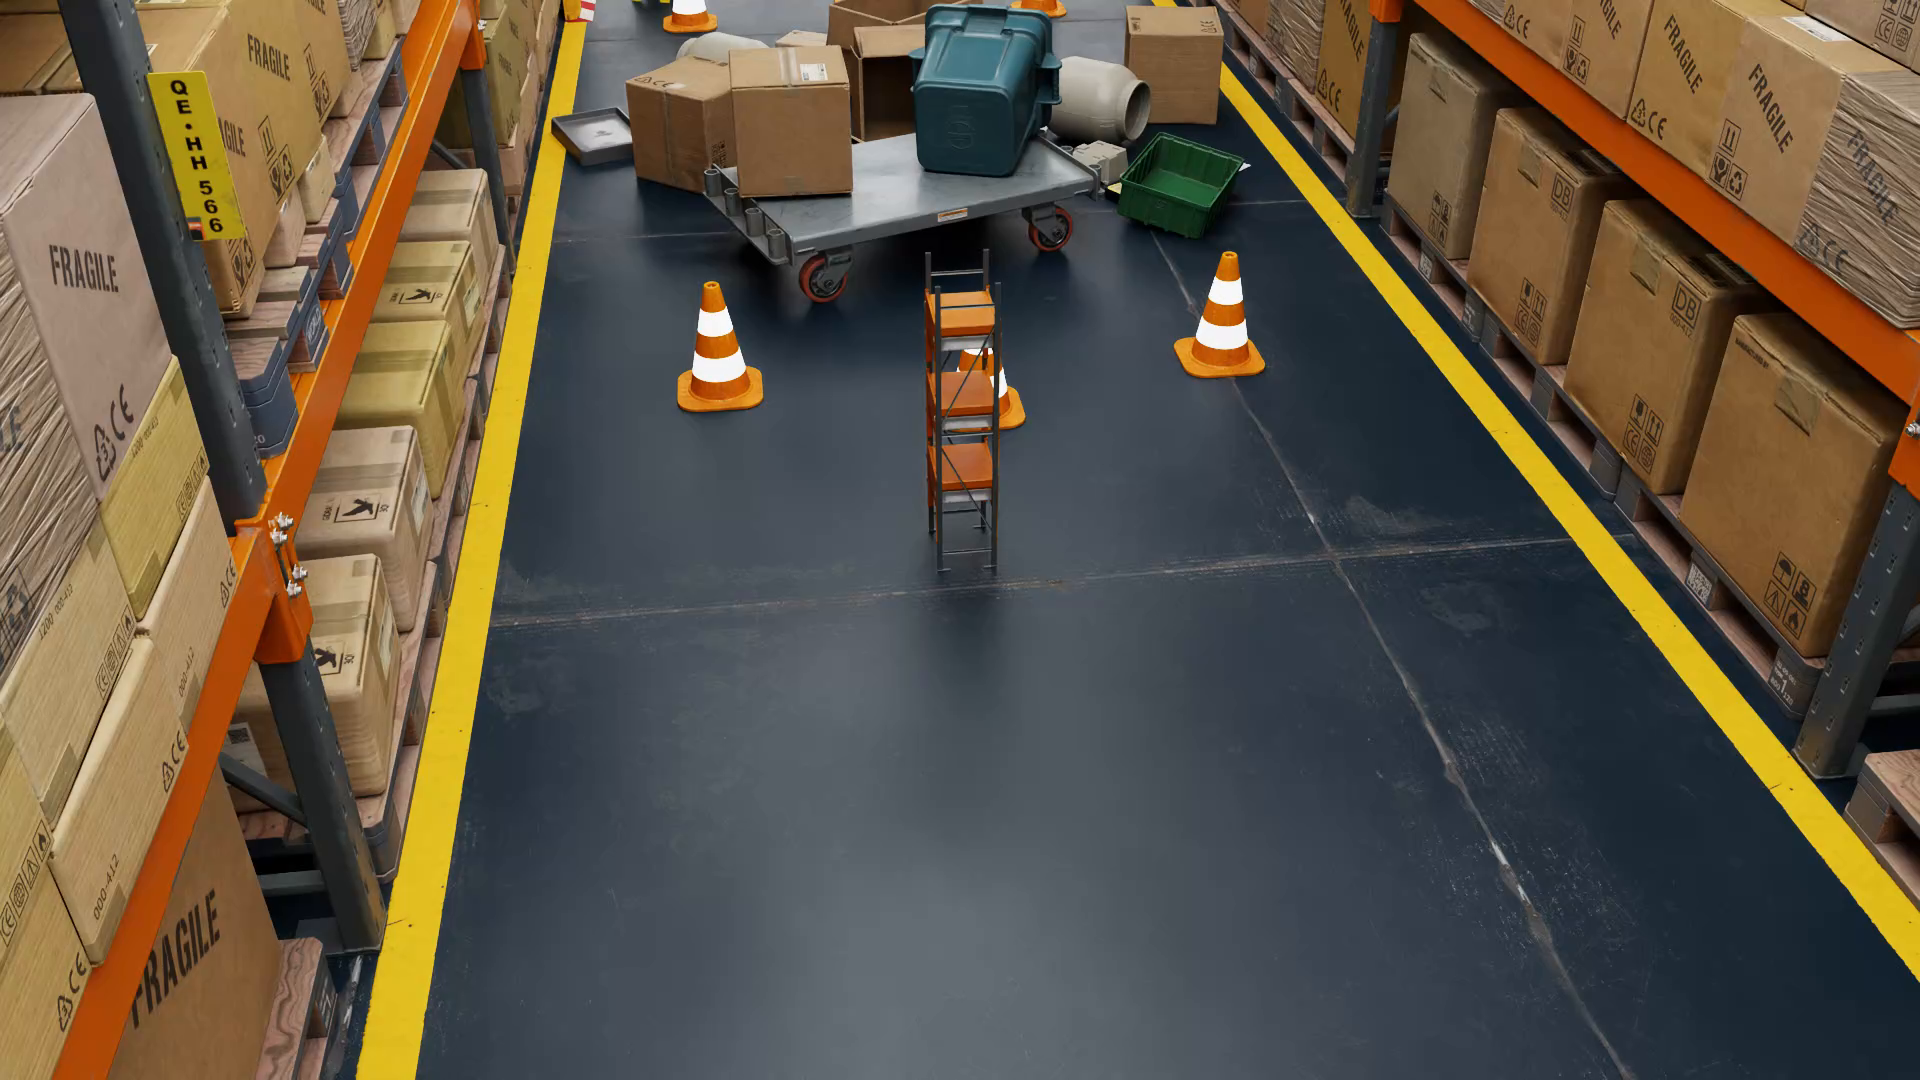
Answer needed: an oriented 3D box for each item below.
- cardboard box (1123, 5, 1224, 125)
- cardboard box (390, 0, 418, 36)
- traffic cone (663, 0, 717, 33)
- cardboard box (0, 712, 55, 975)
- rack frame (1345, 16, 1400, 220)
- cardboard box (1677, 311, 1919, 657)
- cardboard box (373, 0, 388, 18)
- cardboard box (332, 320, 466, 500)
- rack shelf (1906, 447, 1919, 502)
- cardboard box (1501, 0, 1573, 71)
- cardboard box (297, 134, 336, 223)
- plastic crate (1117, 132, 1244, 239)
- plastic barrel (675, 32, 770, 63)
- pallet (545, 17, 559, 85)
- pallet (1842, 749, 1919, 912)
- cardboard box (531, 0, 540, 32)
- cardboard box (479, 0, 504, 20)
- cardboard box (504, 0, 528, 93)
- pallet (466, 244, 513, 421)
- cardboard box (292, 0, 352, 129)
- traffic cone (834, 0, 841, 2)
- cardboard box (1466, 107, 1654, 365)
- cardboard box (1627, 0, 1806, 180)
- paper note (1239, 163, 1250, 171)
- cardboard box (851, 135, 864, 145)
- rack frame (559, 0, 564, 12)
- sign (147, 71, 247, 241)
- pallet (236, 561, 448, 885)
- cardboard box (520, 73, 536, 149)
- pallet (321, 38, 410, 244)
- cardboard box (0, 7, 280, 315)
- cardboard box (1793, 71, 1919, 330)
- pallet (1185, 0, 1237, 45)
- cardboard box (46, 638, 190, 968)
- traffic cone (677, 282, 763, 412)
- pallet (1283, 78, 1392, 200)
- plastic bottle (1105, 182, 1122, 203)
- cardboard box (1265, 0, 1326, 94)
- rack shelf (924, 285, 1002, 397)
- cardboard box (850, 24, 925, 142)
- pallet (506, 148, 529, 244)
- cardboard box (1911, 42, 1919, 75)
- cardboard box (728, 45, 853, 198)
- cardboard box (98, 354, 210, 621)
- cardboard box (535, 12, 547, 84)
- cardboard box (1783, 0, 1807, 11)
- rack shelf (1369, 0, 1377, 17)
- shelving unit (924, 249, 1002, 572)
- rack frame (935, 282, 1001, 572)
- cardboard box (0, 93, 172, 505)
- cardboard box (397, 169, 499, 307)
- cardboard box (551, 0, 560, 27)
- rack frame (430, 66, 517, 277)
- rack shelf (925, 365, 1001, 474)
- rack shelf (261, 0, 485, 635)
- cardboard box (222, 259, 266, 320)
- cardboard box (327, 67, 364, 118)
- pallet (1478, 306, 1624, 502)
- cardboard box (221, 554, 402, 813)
[{"bbox_3d":[1.157,-2.610,9.134,0.500,0.500,0.500,1,34,2],"label":"cardboard box"},{"bbox_3d":[-2.040,-1.794,5.569,0.380,0.149,0.250,-4,34,-6],"label":"cardboard box"},{"bbox_3d":[-1.711,-3.464,10.422,0.336,0.463,0.334,-4,35,-6],"label":"traffic cone"},{"bbox_3d":[-1.492,0.486,2.062,0.500,0.250,0.500,-5,35,-8],"label":"cardboard box"},{"bbox_3d":[2.382,-2.854,7.274,1.000,3.000,0.127,-4,35,-6],"label":"rack frame"},{"bbox_3d":[2.928,-0.212,5.022,1.050,0.750,0.750,-5,35,-7],"label":"cardboard box"},{"bbox_3d":[-2.088,-1.955,5.229,0.500,0.500,0.500,-3,34,-5],"label":"cardboard box"},{"bbox_3d":[-2.241,-0.429,5.676,0.950,0.372,0.625,-3,34,-5],"label":"cardboard box"},{"bbox_3d":[3.189,0.792,2.563,1.077,0.370,4.000,-4,35,-6],"label":"rack shelf"},{"bbox_3d":[2.320,-2.020,5.962,0.500,0.500,0.500,-5,35,-7],"label":"cardboard box"},{"bbox_3d":[-1.843,-0.927,4.297,0.380,0.149,0.250,-4,34,-6],"label":"cardboard box"},{"bbox_3d":[1.061,-1.713,8.046,0.450,0.188,0.662,21,39,12],"label":"plastic crate"},{"bbox_3d":[-1.269,-2.552,9.119,0.512,0.421,0.421,20,39,26],"label":"plastic barrel"},{"bbox_3d":[-2.963,-3.004,9.970,1.003,0.211,1.213,-4,35,-6],"label":"pallet"},{"bbox_3d":[3.024,0.967,4.144,1.003,0.211,1.213,-4,35,-6],"label":"pallet"},{"bbox_3d":[-2.546,-3.001,8.893,0.500,0.500,0.500,-5,35,-7],"label":"cardboard box"},{"bbox_3d":[-2.278,-2.462,7.525,0.380,0.149,0.250,-4,34,-6],"label":"cardboard box"},{"bbox_3d":[-2.404,-2.417,8.036,0.500,0.500,0.500,-3,34,-4],"label":"cardboard box"},{"bbox_3d":[-2.403,-0.836,6.789,1.003,0.211,1.213,-4,35,-6],"label":"pallet"},{"bbox_3d":[-1.957,-1.383,4.389,0.500,0.500,0.500,-4,34,-6],"label":"cardboard box"},{"bbox_3d":[-0.657,-3.738,10.824,0.336,0.463,0.334,-4,35,-6],"label":"traffic cone"},{"bbox_3d":[2.681,-1.219,6.500,1.050,0.750,0.750,-4,35,-6],"label":"cardboard box"},{"bbox_3d":[2.461,-1.451,5.127,0.500,0.500,0.500,-5,35,-7],"label":"cardboard box"},{"bbox_3d":[1.395,-1.934,8.560,0.142,0.020,0.147,27,43,34],"label":"paper note"},{"bbox_3d":[-0.492,-1.910,8.316,0.396,0.266,0.258,27,43,34],"label":"cardboard box"},{"bbox_3d":[-3.047,-4.654,9.916,1.000,3.000,0.127,-4,35,-6],"label":"rack frame"},{"bbox_3d":[-1.421,-0.712,3.104,0.100,0.325,0.005,-4,35,-6],"label":"sign"},{"bbox_3d":[-2.075,0.526,4.791,1.003,0.211,1.213,-4,35,-6],"label":"pallet"},{"bbox_3d":[-2.404,-2.106,8.246,0.500,0.250,0.500,-3,34,-4],"label":"cardboard box"},{"bbox_3d":[-2.278,-1.212,5.036,1.003,0.211,1.213,-4,35,-6],"label":"pallet"},{"bbox_3d":[-1.802,-0.797,3.529,0.500,0.500,0.500,-5,35,-8],"label":"cardboard box"},{"bbox_3d":[2.594,-0.894,4.309,0.500,0.500,0.500,-4,35,-6],"label":"cardboard box"},{"bbox_3d":[2.030,-3.493,10.688,1.003,0.211,1.213,-4,35,-6],"label":"pallet"},{"bbox_3d":[-1.561,0.418,2.606,0.500,0.250,0.500,-4,34,-6],"label":"cardboard box"},{"bbox_3d":[-0.955,-0.788,6.495,0.336,0.463,0.334,-4,35,-6],"label":"traffic cone"},{"bbox_3d":[2.358,-2.132,8.690,1.003,0.211,1.213,-4,35,-6],"label":"pallet"},{"bbox_3d":[0.850,-1.679,8.160,0.133,0.061,0.283,-24,41,-30],"label":"plastic bottle"},{"bbox_3d":[2.242,-3.008,9.014,0.875,0.875,0.875,-4,34,-6],"label":"cardboard box"},{"bbox_3d":[0.007,-0.630,5.257,0.215,0.259,0.240,-4,35,-6],"label":"rack shelf"},{"bbox_3d":[-0.168,-2.369,8.659,0.797,0.637,0.503,-4,35,-6],"label":"cardboard box"},{"bbox_3d":[-2.634,-1.642,7.972,1.003,0.211,1.213,-4,35,-6],"label":"pallet"},{"bbox_3d":[2.870,-1.327,4.057,0.700,0.500,0.500,-5,35,-7],"label":"cardboard box"},{"bbox_3d":[-0.749,-1.854,7.354,0.500,0.500,0.500,-4,35,-6],"label":"cardboard box"},{"bbox_3d":[-1.654,-0.084,2.898,0.500,0.250,0.500,-4,35,-7],"label":"cardboard box"},{"bbox_3d":[-2.534,-2.680,9.087,0.500,0.250,0.500,-6,35,-8],"label":"cardboard box"},{"bbox_3d":[2.729,-1.895,4.891,0.700,0.500,0.500,-5,35,-7],"label":"cardboard box"},{"bbox_3d":[2.113,-3.672,9.114,1.077,0.370,4.000,-4,35,-6],"label":"rack shelf"},{"bbox_3d":[0.007,-0.404,5.411,0.215,1.050,0.252,-4,35,-6],"label":"shelving unit"},{"bbox_3d":[0.024,-0.336,5.311,0.200,1.050,0.008,-4,35,-6],"label":"rack frame"},{"bbox_3d":[-1.642,-0.376,2.661,0.500,0.500,0.500,-5,35,-8],"label":"cardboard box"},{"bbox_3d":[-2.436,-1.217,6.833,0.950,0.372,0.625,-4,34,-6],"label":"cardboard box"},{"bbox_3d":[-2.668,-3.248,9.921,0.500,0.250,0.500,-5,35,-7],"label":"cardboard box"},{"bbox_3d":[-2.509,-2.422,6.641,1.000,3.000,0.127,-4,35,-6],"label":"rack frame"},{"bbox_3d":[0.007,-0.395,5.416,0.215,0.259,0.240,-4,35,-6],"label":"rack shelf"},{"bbox_3d":[-2.240,-1.009,5.206,1.077,0.370,4.000,-4,35,-6],"label":"rack shelf"},{"bbox_3d":[-1.835,-0.616,3.840,0.380,0.149,0.250,-6,35,-9],"label":"cardboard box"},{"bbox_3d":[-2.000,-1.361,4.934,0.380,0.149,0.250,-3,34,-5],"label":"cardboard box"},{"bbox_3d":[2.728,-0.594,6.434,1.003,0.211,1.213,-4,35,-6],"label":"pallet"},{"bbox_3d":[-2.037,0.406,4.451,0.950,0.372,0.625,-7,35,-10],"label":"cardboard box"}]
